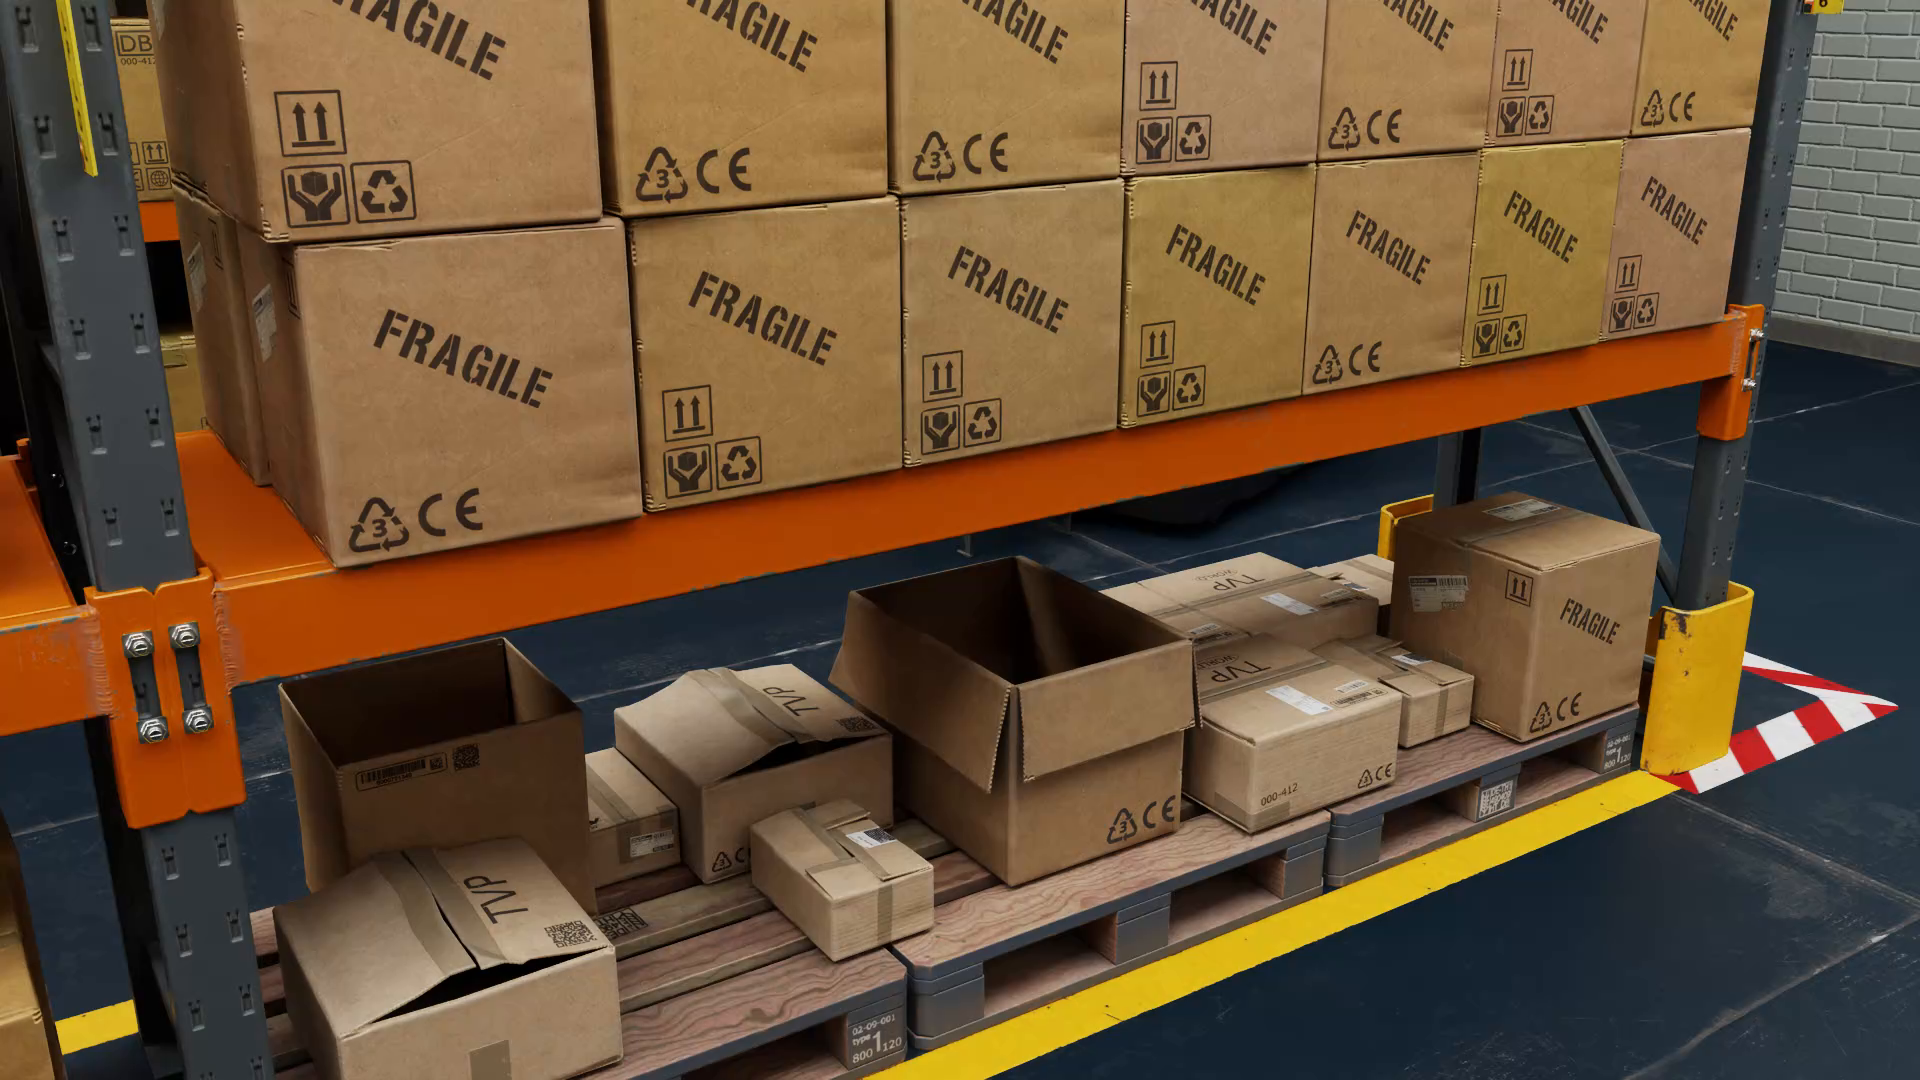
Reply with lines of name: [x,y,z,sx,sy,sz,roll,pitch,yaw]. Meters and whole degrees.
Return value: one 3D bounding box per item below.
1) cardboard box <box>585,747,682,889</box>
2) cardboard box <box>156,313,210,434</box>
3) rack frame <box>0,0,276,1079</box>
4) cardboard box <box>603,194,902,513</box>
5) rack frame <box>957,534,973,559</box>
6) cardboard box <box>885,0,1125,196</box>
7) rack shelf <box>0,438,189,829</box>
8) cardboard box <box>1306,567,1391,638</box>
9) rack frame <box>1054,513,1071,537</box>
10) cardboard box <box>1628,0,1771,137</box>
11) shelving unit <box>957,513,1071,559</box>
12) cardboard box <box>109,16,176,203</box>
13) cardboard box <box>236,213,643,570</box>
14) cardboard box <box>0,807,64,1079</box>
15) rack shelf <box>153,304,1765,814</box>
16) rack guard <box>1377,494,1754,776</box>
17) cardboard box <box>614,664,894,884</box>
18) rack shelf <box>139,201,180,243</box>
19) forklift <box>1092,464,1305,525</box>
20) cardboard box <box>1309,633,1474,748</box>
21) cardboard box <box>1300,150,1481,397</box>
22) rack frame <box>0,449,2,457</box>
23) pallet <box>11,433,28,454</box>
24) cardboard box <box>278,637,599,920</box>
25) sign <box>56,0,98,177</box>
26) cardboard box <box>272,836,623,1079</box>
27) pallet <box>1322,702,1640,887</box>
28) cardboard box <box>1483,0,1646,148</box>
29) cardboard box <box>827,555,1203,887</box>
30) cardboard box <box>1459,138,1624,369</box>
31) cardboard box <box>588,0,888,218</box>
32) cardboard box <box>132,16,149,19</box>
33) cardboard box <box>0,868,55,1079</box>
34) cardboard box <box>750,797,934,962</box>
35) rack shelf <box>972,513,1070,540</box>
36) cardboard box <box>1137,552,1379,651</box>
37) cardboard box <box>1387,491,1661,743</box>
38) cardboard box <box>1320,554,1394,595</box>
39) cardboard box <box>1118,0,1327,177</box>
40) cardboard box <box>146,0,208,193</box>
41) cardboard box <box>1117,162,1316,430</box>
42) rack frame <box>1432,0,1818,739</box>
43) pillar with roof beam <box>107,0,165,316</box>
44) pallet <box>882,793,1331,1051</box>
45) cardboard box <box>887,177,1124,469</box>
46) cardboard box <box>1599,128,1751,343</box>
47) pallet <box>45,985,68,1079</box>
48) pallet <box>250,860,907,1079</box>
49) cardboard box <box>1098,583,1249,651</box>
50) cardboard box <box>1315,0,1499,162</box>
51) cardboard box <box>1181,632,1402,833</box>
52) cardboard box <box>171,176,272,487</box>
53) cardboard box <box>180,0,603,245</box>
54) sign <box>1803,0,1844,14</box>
cardboard box: [-0.849,0.650,3.904,0.250,0.149,0.380,-12,22,-31]
cardboard box: [-3.496,-0.677,7.312,0.500,0.500,0.700,-12,22,-31]
rack frame: [-1.449,-0.234,2.753,0.127,3.000,1.000,-12,22,-31]
cardboard box: [-0.448,-0.389,3.057,0.500,0.500,0.500,-11,22,-30]
rack frame: [-0.069,-0.974,6.343,0.015,2.100,0.400,-12,22,-33]
cardboard box: [-0.040,-0.944,3.137,0.500,0.500,0.500,-13,22,-33]
rack shelf: [-3.119,0.459,1.827,4.000,0.370,1.077,-12,22,-31]
cardboard box: [1.144,0.221,5.144,0.250,0.166,0.380,-12,22,-31]
rack frame: [0.331,-1.063,6.608,0.015,2.100,0.400,-12,22,-33]
cardboard box: [1.671,-1.308,4.212,0.500,0.500,0.500,-12,22,-32]
shelving unit: [0.131,-1.019,6.476,0.503,2.100,0.431,-12,22,-33]
cardboard box: [-3.715,-1.792,6.892,0.700,0.700,0.980,-12,22,-31]
cardboard box: [-0.873,-0.298,2.787,0.500,0.500,0.500,-11,22,-30]
cardboard box: [-1.987,0.762,3.024,0.500,0.500,0.500,-13,23,-34]
rack shelf: [0.221,-0.245,3.911,4.000,0.370,1.077,-12,22,-31]
rack guard: [1.828,0.259,5.198,0.348,0.500,1.175,-12,22,-31]
cardboard box: [-0.503,0.523,4.026,0.500,0.311,0.500,-12,22,-31]
rack shelf: [-2.506,-1.570,7.828,4.000,0.370,1.077,-12,22,-31]
forklift: [1.325,-1.866,7.688,1.130,2.935,3.031,12,22,32]
cardboard box: [1.185,0.404,4.603,0.250,0.166,0.380,-12,22,-31]
cardboard box: [0.816,-0.655,3.844,0.500,0.500,0.500,-12,22,-31]
rack frame: [-4.177,-1.558,6.671,0.127,3.000,1.000,-12,22,-31]
pallet: [-3.498,-0.350,7.452,1.213,0.211,1.003,-12,22,-31]
cardboard box: [-1.129,0.566,3.605,0.500,0.500,0.500,-12,22,-31]
sign: [-1.141,-0.635,2.131,0.005,0.325,0.100,-12,22,-31]
cardboard box: [-0.979,0.815,3.161,0.500,0.311,0.500,-12,22,-31]
pallet: [1.163,0.537,4.828,1.213,0.211,1.003,-12,22,-31]
cardboard box: [1.250,-1.218,3.948,0.500,0.500,0.500,-11,22,-30]
cardboard box: [0.117,0.408,4.066,0.637,0.503,0.797,-12,22,-31]
cardboard box: [1.236,-0.742,4.100,0.500,0.500,0.500,-12,22,-31]
cardboard box: [-0.470,-0.854,2.869,0.500,0.500,0.500,-13,22,-33]
cardboard box: [-3.102,-1.919,7.268,0.700,0.700,0.980,-13,22,-33]
cardboard box: [-1.704,0.905,2.599,0.500,0.500,0.500,-12,22,-32]
cardboard box: [-0.263,0.729,3.643,0.250,0.166,0.380,-12,22,-31]
rack shelf: [0.131,-0.342,6.702,0.480,0.518,0.431,-12,22,-33]
cardboard box: [0.864,0.264,4.888,0.500,0.250,0.500,-12,22,-31]
cardboard box: [1.573,0.199,4.689,0.500,0.500,0.500,-12,22,-31]
cardboard box: [1.353,0.185,5.277,0.250,0.149,0.380,-12,22,-31]
cardboard box: [0.390,-1.035,3.407,0.500,0.500,0.500,-11,22,-30]
cardboard box: [-1.169,-0.913,3.045,0.500,0.500,0.500,-12,22,-31]
cardboard box: [0.395,-0.567,3.582,0.500,0.500,0.500,-12,22,-32]
rack frame: [1.892,-0.939,4.837,0.127,3.000,1.000,-12,22,-31]
pillar with roof beam: [-1.700,-3.604,3.353,0.400,9.000,9.100,-12,22,-31]
pallet: [0.145,0.750,4.197,1.213,0.211,1.003,-12,22,-31]
cardboard box: [-0.029,-0.477,3.315,0.500,0.500,0.500,-12,22,-32]
cardboard box: [1.667,-0.834,4.373,0.500,0.500,0.500,-11,22,-30]
pallet: [-2.108,1.240,2.746,1.213,0.211,1.003,-12,22,-31]
pallet: [-0.875,0.966,3.557,1.213,0.211,1.003,-12,22,-31]
cardboard box: [0.446,0.352,4.627,0.500,0.250,0.500,-12,22,-31]
cardboard box: [0.819,-1.126,3.674,0.500,0.500,0.500,-11,22,-30]
cardboard box: [0.763,0.477,4.258,0.500,0.250,0.500,-12,22,-31]
cardboard box: [-1.173,-0.438,3.201,0.500,0.500,0.500,-11,22,-31]
cardboard box: [-0.901,-0.763,2.600,0.500,0.500,0.500,-11,22,-30]
sign: [2.180,-1.485,4.152,0.005,0.325,0.100,-12,22,-31]
